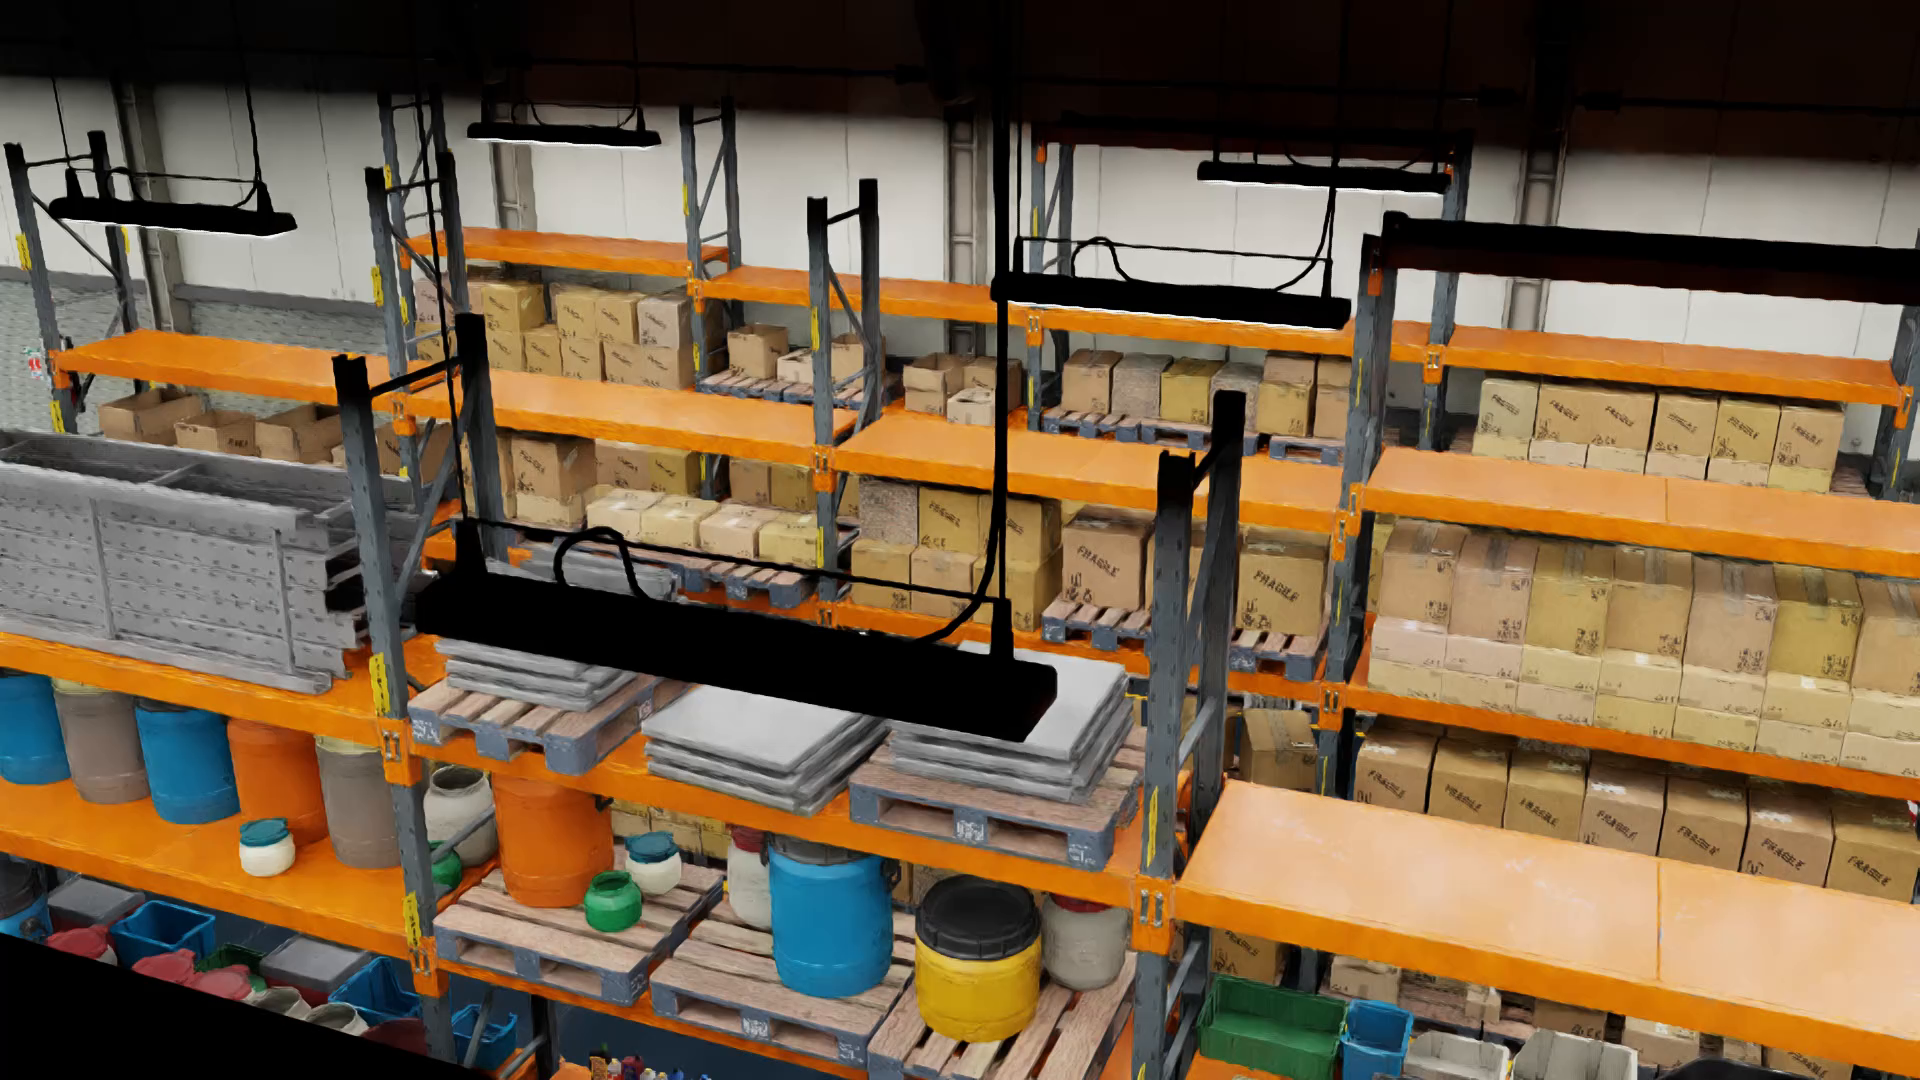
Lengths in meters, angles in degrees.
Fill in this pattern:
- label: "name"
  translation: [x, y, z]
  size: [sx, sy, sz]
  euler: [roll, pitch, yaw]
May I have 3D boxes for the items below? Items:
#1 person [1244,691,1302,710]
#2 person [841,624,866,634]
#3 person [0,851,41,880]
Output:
- label: "person"
  translation: [2.950, 1.630, 15.720]
  size: [0.554, 1.683, 0.434]
  euler: [0, 21, 0]
- label: "person"
  translation: [-1.071, 1.488, 16.050]
  size: [1.193, 1.700, 0.582]
  euler: [7, 22, 18]
- label: "person"
  translation: [-8.174, 2.209, 14.062]
  size: [0.632, 1.768, 0.452]
  euler: [-3, 21, -8]
